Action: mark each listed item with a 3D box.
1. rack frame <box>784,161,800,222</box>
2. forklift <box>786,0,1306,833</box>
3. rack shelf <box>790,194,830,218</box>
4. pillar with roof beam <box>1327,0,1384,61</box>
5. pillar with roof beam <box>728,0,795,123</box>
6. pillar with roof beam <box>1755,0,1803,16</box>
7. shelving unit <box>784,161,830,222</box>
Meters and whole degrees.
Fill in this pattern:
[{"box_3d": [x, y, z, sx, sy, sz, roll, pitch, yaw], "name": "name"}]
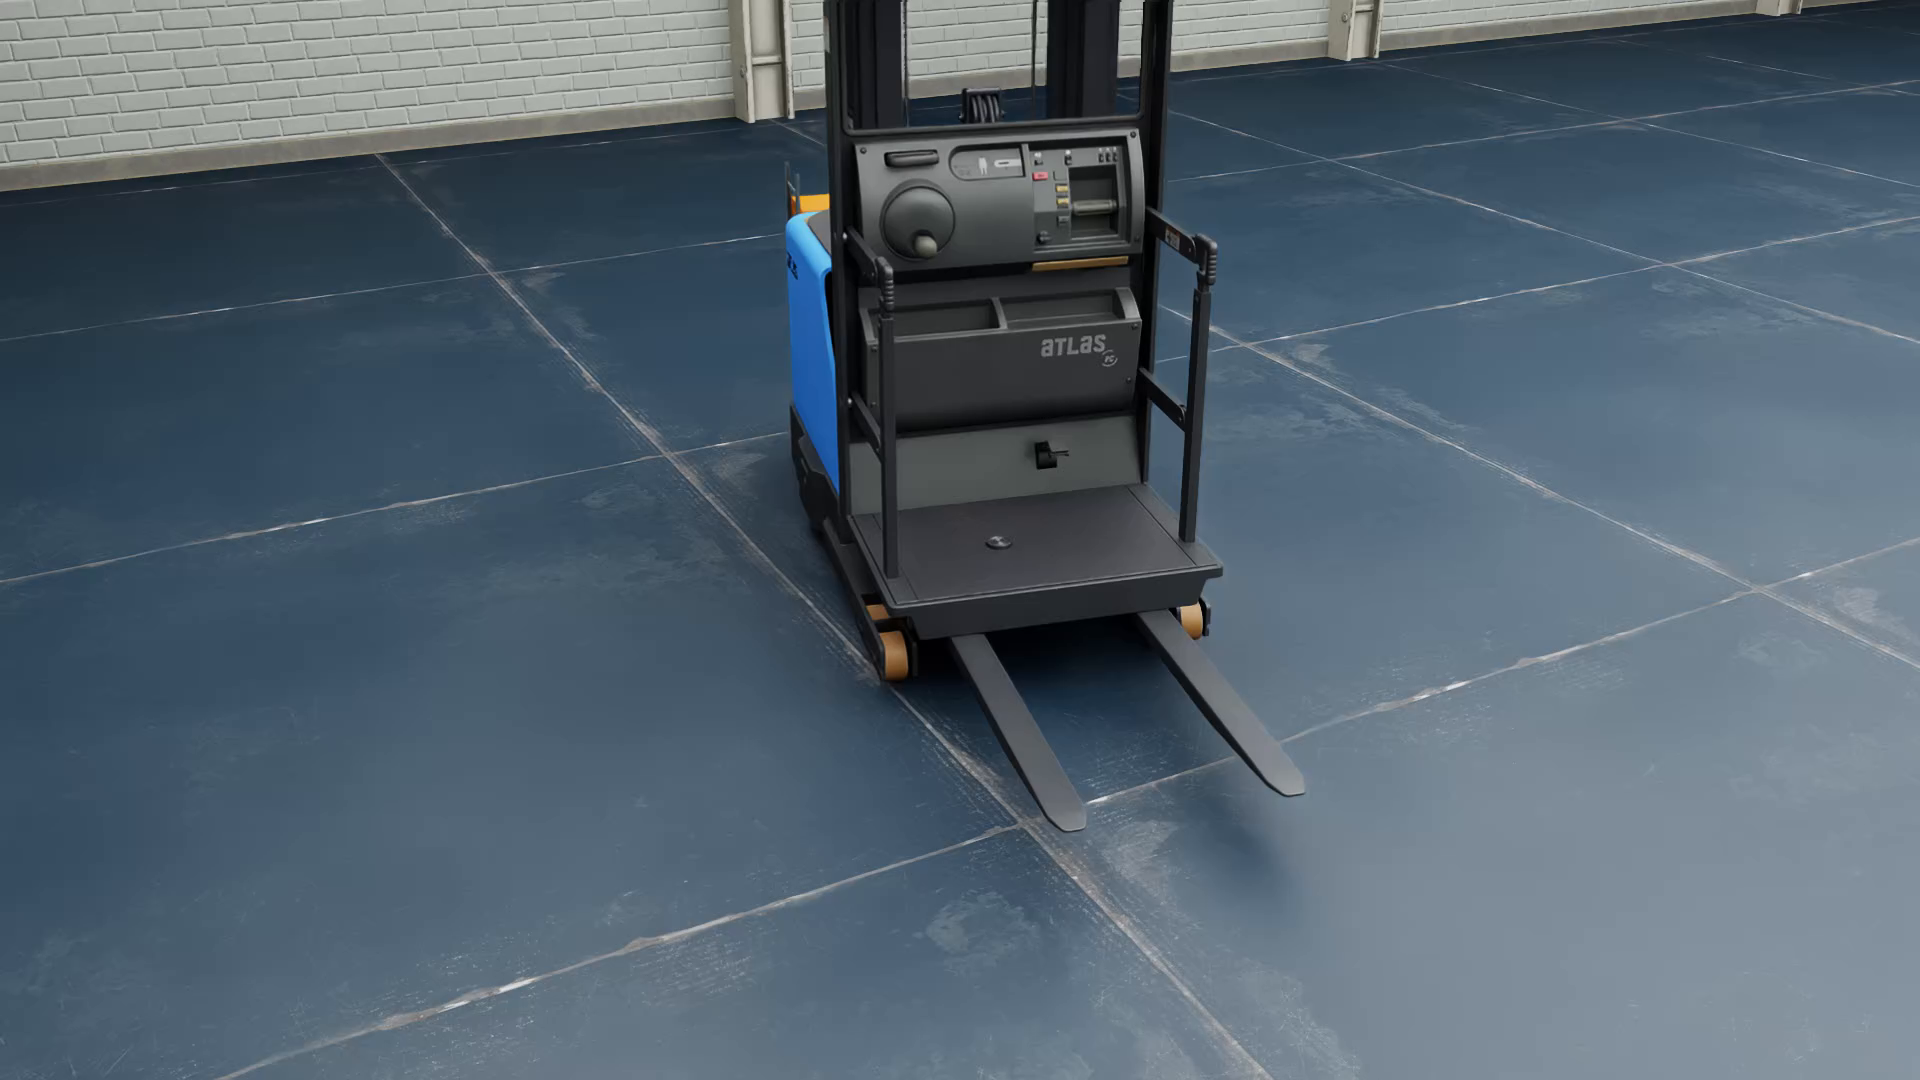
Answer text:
[{"box_3d": [-0.660, -0.917, 6.773, 0.015, 1.200, 0.240, -7, 26, -14], "name": "rack frame"}, {"box_3d": [0.192, -1.054, 5.058, 1.130, 2.935, 3.031, -7, 26, -14], "name": "forklift"}, {"box_3d": [-0.425, -1.299, 6.662, 0.480, 0.148, 0.258, -7, 26, -14], "name": "rack shelf"}, {"box_3d": [5.759, -7.015, 10.464, 0.400, 9.000, 9.100, -13, 29, -25], "name": "pillar with roof beam"}, {"box_3d": [0.464, -5.793, 7.919, 0.400, 9.000, 9.100, -13, 29, -25], "name": "pillar with roof beam"}, {"box_3d": [11.053, -8.237, 13.009, 0.400, 9.000, 9.100, -13, 29, -25], "name": "pillar with roof beam"}, {"box_3d": [-0.425, -0.945, 6.832, 0.503, 1.200, 0.258, -7, 26, -14], "name": "shelving unit"}]
